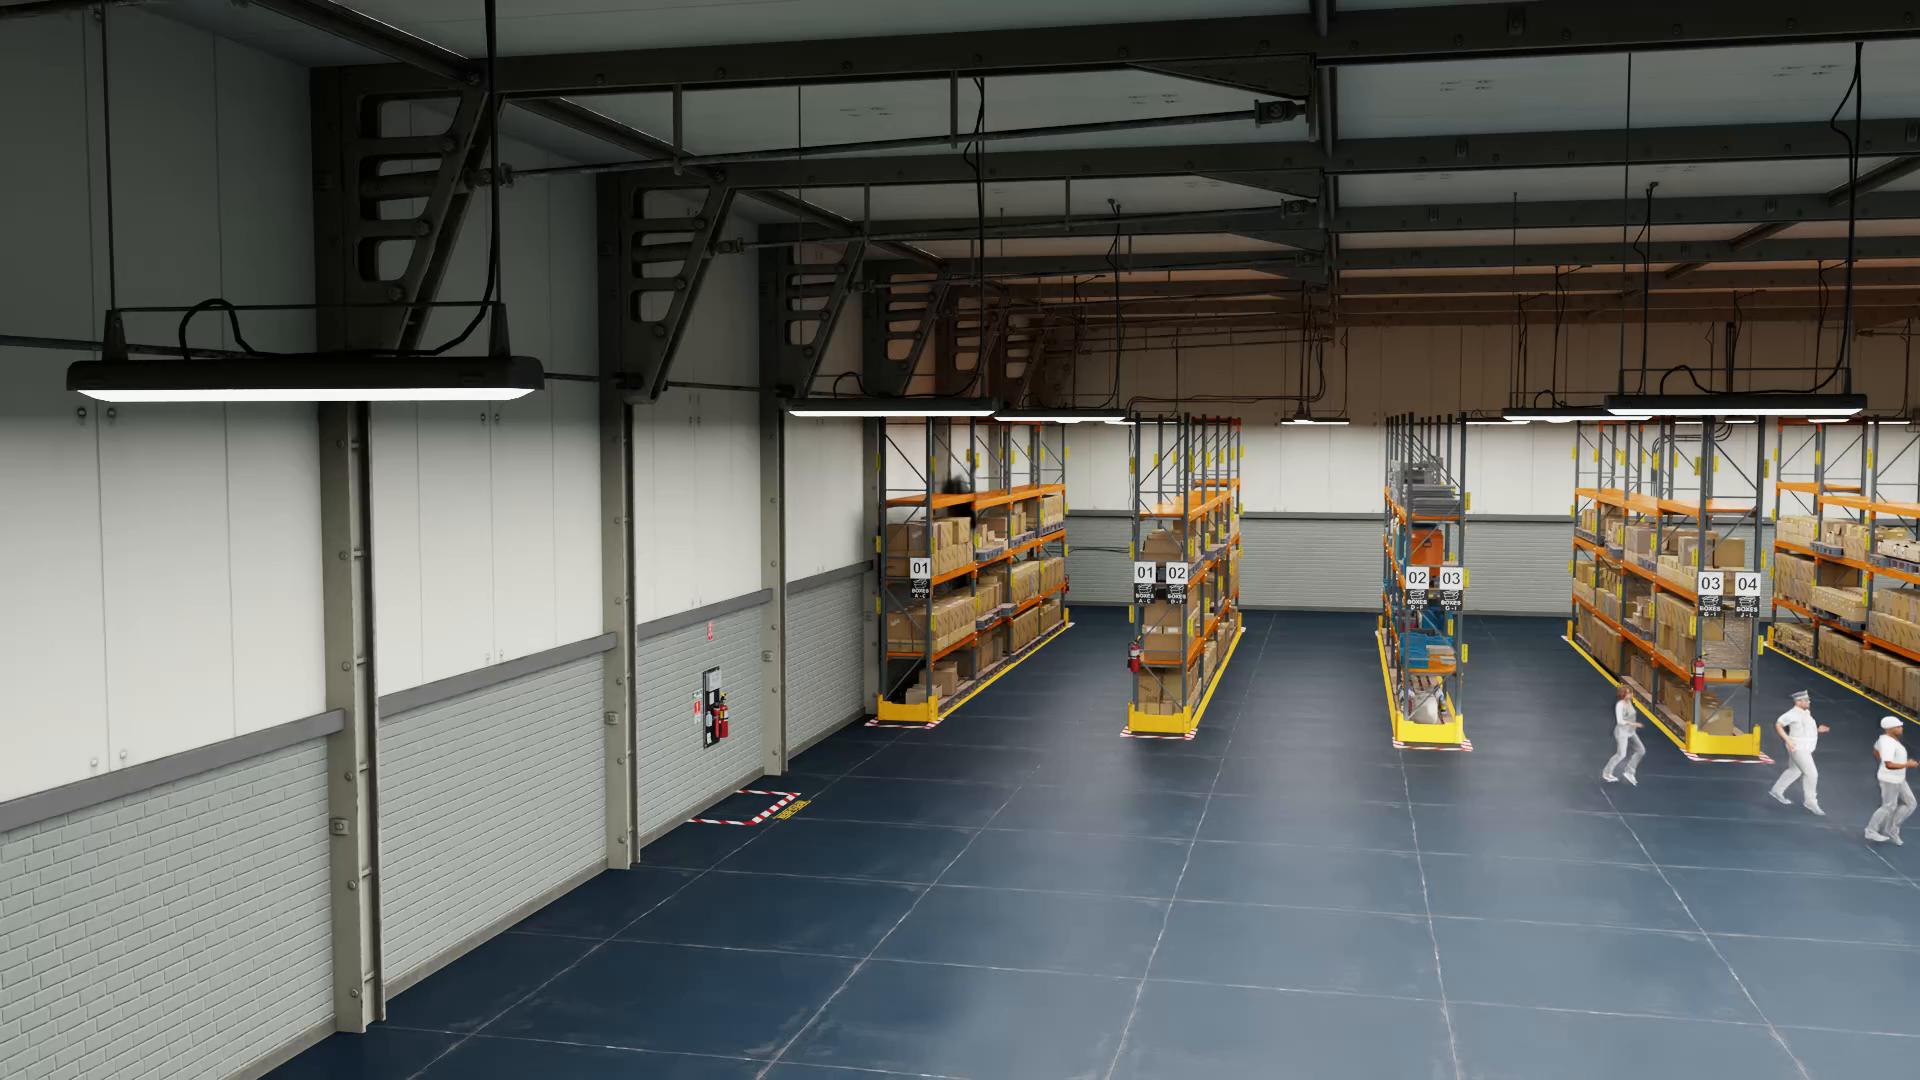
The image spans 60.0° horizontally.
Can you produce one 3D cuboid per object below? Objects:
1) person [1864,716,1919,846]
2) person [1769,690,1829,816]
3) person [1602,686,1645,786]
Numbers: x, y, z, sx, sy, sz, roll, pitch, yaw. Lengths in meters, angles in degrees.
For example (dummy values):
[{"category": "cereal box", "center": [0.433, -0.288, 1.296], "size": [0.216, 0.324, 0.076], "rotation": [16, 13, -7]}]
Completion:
[{"category": "person", "center": [12.789, 3.308, 22.752], "size": [0.682, 1.795, 0.677], "rotation": [3, 5, 39]}, {"category": "person", "center": [12.548, 3.151, 24.840], "size": [0.808, 1.839, 0.640], "rotation": [3, 5, 40]}, {"category": "person", "center": [10.661, 3.133, 26.660], "size": [0.543, 1.596, 0.672], "rotation": [-4, 5, -43]}]
